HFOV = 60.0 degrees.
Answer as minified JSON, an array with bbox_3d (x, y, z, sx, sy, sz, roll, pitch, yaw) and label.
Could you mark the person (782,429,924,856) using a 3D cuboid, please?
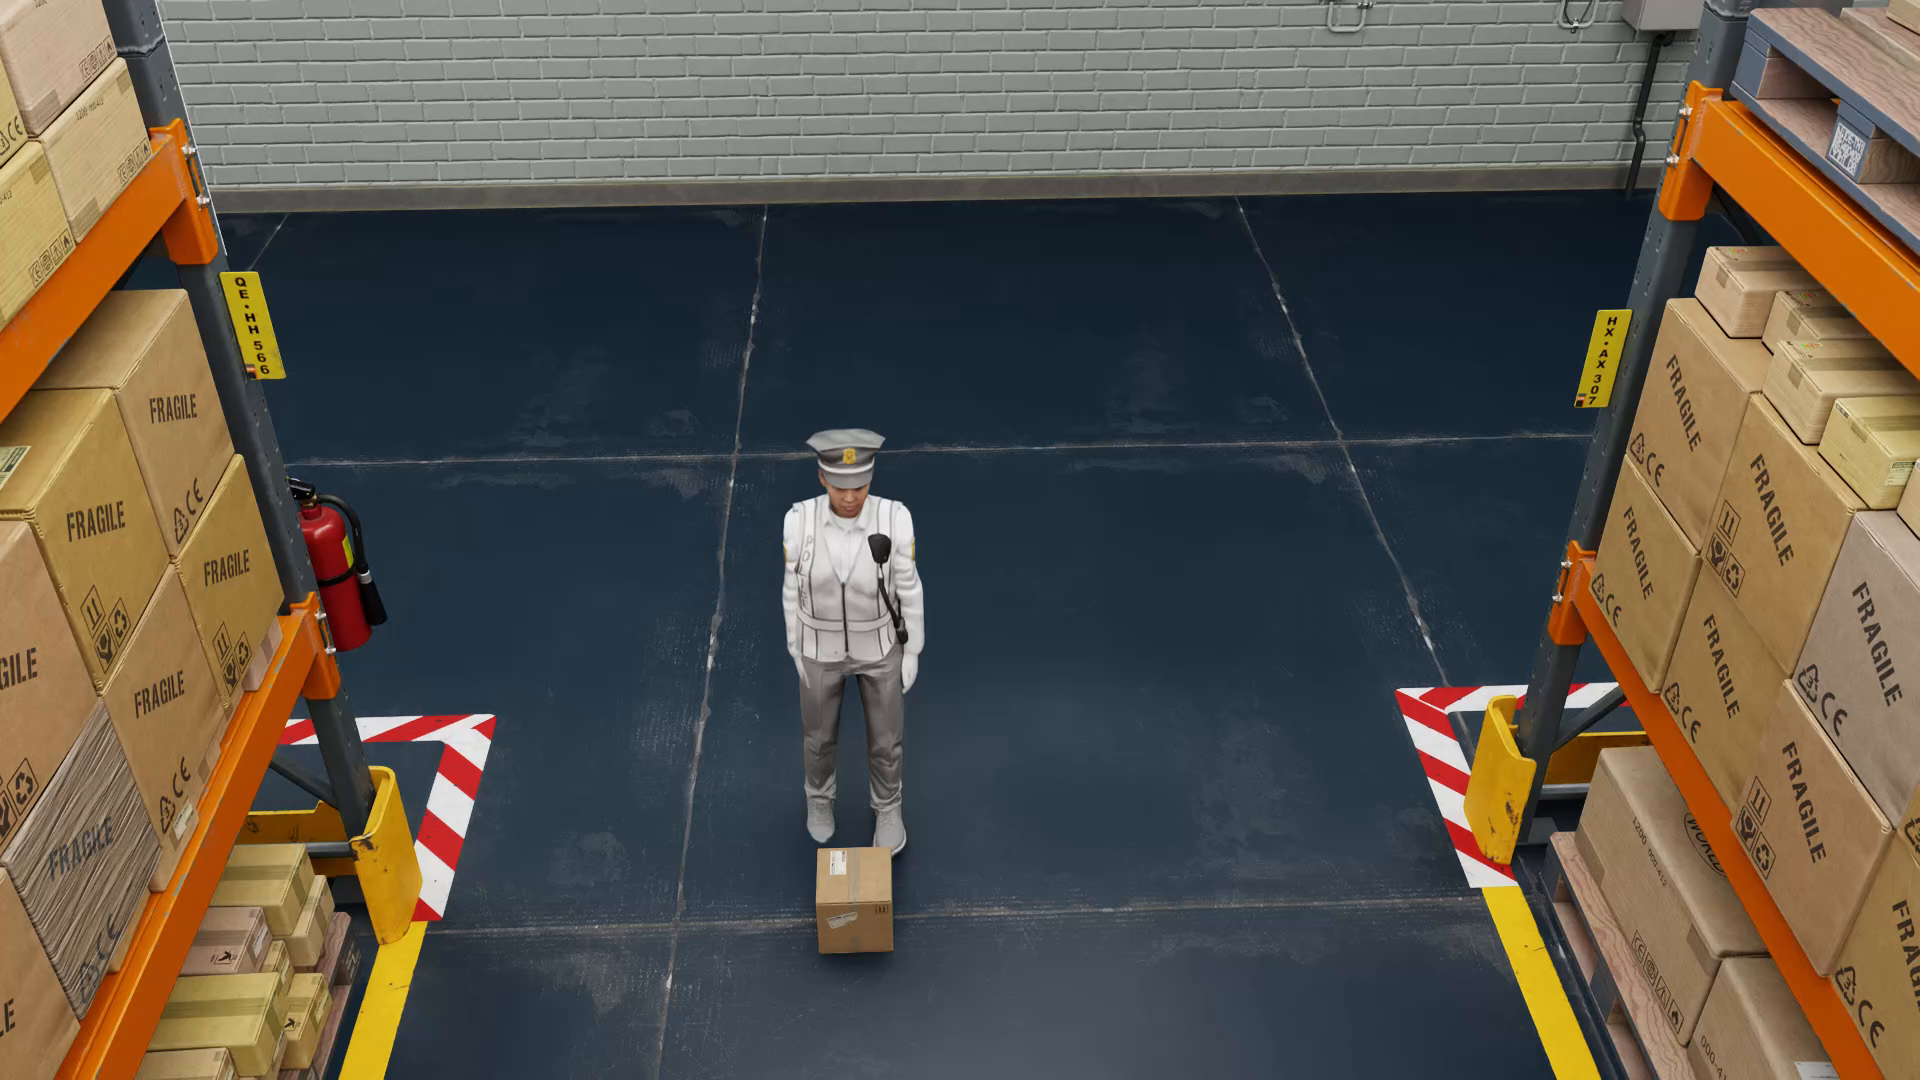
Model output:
[{"bbox_3d":[-0.355,0.381,5.632,0.468,1.723,0.347,-1,35,-1],"label":"person"}]
